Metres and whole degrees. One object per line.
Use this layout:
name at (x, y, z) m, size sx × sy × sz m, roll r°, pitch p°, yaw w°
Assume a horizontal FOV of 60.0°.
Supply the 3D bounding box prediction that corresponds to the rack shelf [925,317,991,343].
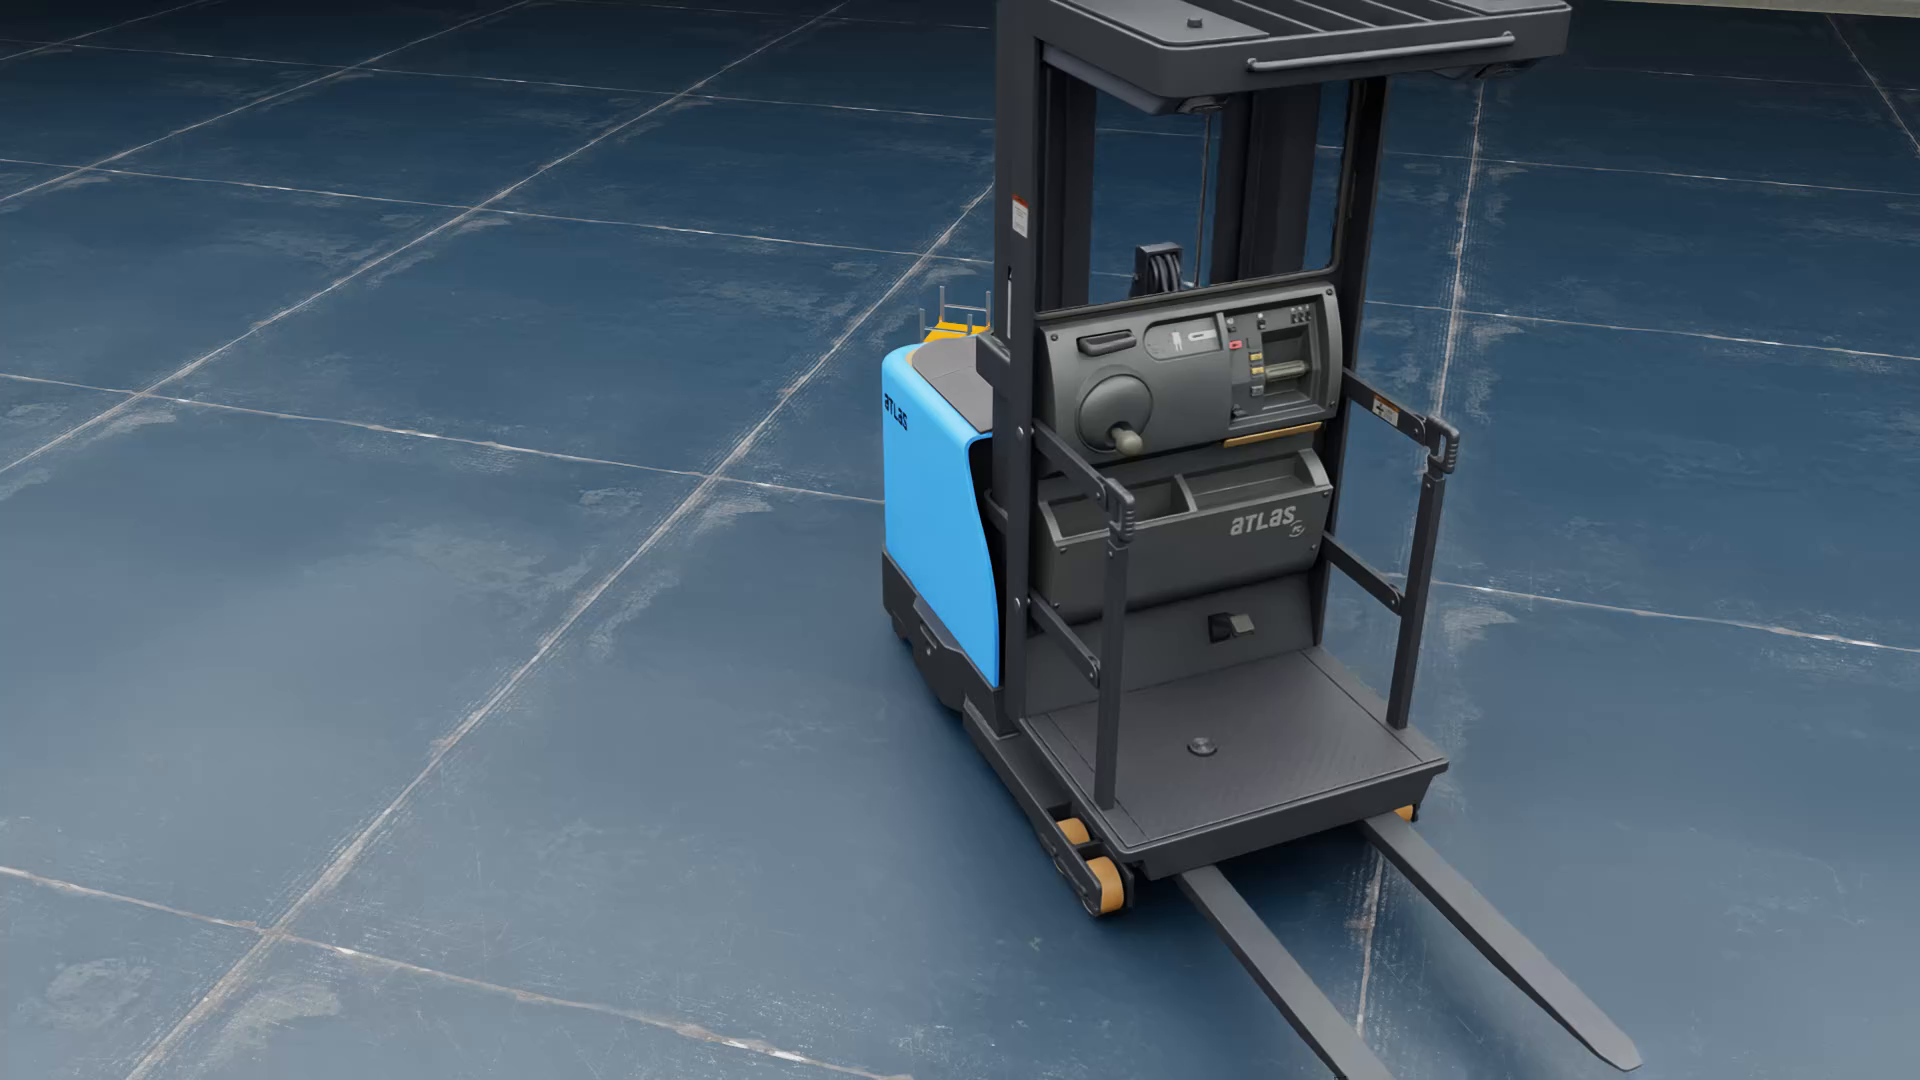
rack shelf at (-0.016, -0.673, 6.317) m, size 0.215 × 0.259 × 0.240 m, roll 8°, pitch 30°, yaw 15°

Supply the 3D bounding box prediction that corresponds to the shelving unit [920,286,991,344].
shelving unit at (-0.016, -0.434, 6.450) m, size 0.215 × 1.050 × 0.252 m, roll 8°, pitch 30°, yaw 15°

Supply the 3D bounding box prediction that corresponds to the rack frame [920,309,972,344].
rack frame at (-0.052, -0.377, 6.348) m, size 0.200 × 1.050 × 0.008 m, roll 8°, pitch 30°, yaw 15°

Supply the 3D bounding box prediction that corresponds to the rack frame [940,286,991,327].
rack frame at (0.020, -0.491, 6.552) m, size 0.200 × 1.050 × 0.008 m, roll 8°, pitch 30°, yaw 15°

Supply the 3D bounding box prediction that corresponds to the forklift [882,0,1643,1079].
forklift at (0.755, -0.435, 4.516) m, size 1.130 × 2.935 × 3.031 m, roll -12°, pitch 31°, yaw -20°
